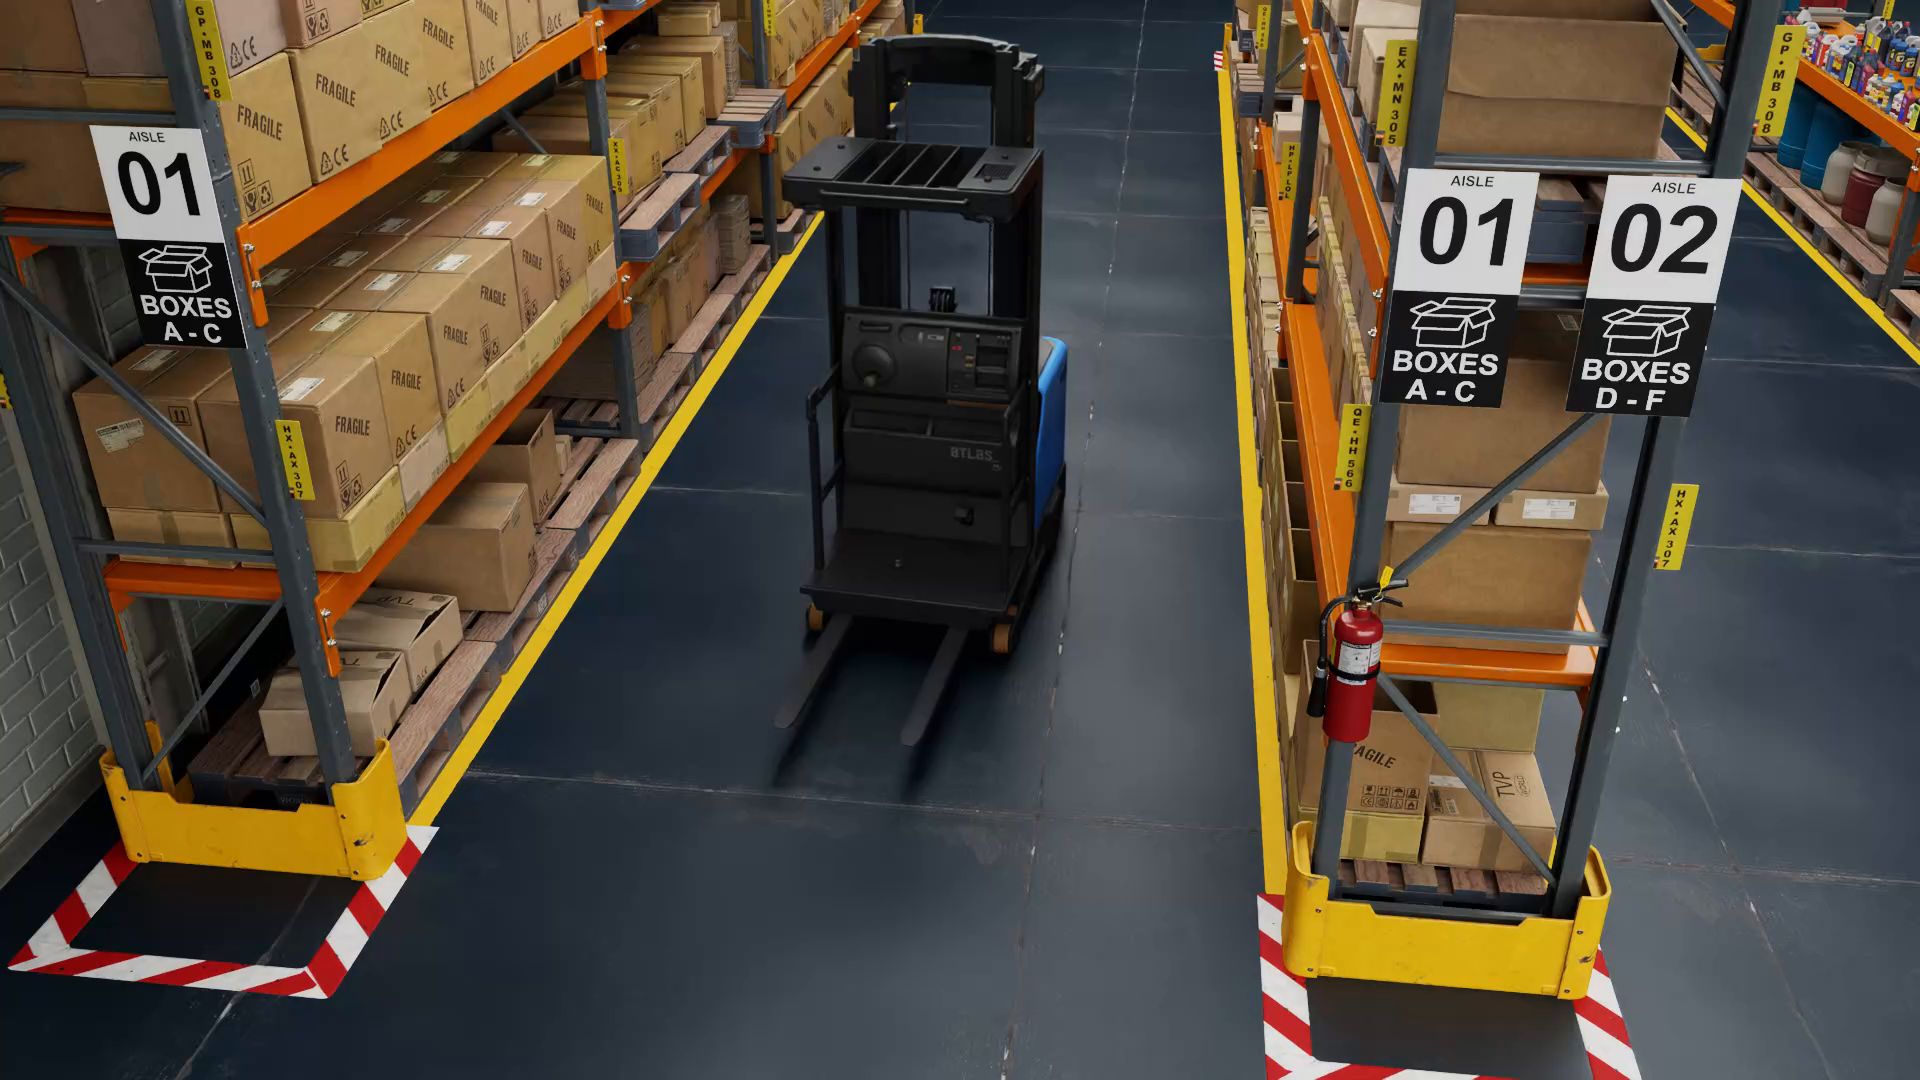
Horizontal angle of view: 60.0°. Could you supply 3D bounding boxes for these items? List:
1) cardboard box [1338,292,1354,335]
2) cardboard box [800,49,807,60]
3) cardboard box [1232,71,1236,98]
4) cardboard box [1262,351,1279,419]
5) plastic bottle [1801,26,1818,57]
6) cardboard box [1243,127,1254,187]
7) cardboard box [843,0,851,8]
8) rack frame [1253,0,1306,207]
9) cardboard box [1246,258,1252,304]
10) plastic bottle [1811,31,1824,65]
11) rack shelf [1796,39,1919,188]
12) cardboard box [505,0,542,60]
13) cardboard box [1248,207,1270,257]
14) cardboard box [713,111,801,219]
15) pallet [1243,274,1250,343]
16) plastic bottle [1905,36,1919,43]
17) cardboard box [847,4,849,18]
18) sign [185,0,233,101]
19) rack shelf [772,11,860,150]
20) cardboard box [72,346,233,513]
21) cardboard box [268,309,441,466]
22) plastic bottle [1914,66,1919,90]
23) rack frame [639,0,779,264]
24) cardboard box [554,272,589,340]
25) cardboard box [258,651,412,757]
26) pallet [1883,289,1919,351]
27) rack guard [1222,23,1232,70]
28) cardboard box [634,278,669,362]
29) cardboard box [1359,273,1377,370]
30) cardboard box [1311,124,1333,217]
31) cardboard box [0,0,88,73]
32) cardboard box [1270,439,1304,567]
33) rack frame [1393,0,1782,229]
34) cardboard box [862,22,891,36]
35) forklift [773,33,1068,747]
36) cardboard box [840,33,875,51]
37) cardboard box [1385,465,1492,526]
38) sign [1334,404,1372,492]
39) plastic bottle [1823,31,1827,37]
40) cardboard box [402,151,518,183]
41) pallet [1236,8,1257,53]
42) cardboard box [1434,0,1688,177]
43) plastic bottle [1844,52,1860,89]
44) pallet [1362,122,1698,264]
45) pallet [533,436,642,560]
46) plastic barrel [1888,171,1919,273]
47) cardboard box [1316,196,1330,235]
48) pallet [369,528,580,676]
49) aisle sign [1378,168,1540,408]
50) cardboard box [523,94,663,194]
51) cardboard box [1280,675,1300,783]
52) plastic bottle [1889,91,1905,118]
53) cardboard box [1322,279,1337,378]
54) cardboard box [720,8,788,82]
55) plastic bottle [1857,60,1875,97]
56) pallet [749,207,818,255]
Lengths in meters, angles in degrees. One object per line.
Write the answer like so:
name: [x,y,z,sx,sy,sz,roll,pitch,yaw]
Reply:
cardboard box: [1.964,-1.030,7.710,0.380,0.149,0.250,3,28,6]
cardboard box: [-1.604,-4.476,15.140,0.380,0.149,0.250,4,29,6]
cardboard box: [3.236,-4.958,18.162,0.500,0.311,0.500,3,28,6]
cardboard box: [2.140,-0.974,10.260,0.500,0.311,0.500,3,28,6]
plastic bottle: [7.750,-4.543,15.157,0.097,0.271,0.097,0,28,0]
cardboard box: [2.869,-3.466,15.192,0.500,0.500,0.500,2,28,4]
cardboard box: [-1.368,-5.549,16.447,0.500,0.500,0.500,3,28,5]
rack frame: [2.865,-3.428,12.950,1.000,3.000,0.127,3,28,6]
cardboard box: [2.449,-1.936,12.637,0.500,0.250,0.500,3,28,5]
plastic bottle: [7.694,-4.404,14.885,0.061,0.283,0.133,3,28,6]
rack shelf: [8.026,-3.763,14.331,1.077,0.370,4.000,3,28,6]
cardboard box: [-2.433,-2.715,8.338,0.500,0.500,0.500,1,28,2]
cardboard box: [2.510,-2.420,12.944,0.500,0.311,0.500,4,29,8]
cardboard box: [-1.831,-3.291,14.520,0.750,0.750,0.750,3,28,6]
pallet: [2.726,-1.815,12.896,1.003,0.211,1.213,3,28,6]
plastic bottle: [8.437,-4.353,14.798,0.152,0.276,0.135,3,28,6]
cardboard box: [-1.322,-5.319,16.705,0.380,0.149,0.250,4,29,7]
sign: [-2.493,-1.622,5.514,0.100,0.325,0.005,3,28,6]
rack shelf: [-1.806,-4.339,15.399,1.077,0.370,4.000,3,28,6]
cardboard box: [-3.185,-0.455,6.779,0.500,0.500,0.500,3,28,6]
cardboard box: [-2.604,-0.661,7.160,0.500,0.500,0.500,3,29,6]
plastic bottle: [8.181,-3.975,14.017,0.144,0.351,0.185,3,28,6]
rack frame: [-2.051,-3.714,13.481,1.000,3.000,0.127,3,28,6]
cardboard box: [-2.368,-1.299,9.136,0.500,0.250,0.500,3,29,6]
cardboard box: [-2.858,0.721,7.620,0.500,0.311,0.500,0,28,0]
pallet: [7.647,-1.548,12.401,1.003,0.211,1.213,3,28,6]
rack guard: [3.836,-6.057,20.466,1.175,0.500,0.348,3,28,6]
cardboard box: [-2.454,-1.518,11.577,0.700,0.500,0.500,3,28,5]
cardboard box: [2.082,-1.006,6.982,0.700,0.500,0.500,3,29,6]
cardboard box: [2.611,-2.433,10.999,0.500,0.500,0.500,3,28,6]
cardboard box: [-3.238,-1.980,5.919,0.500,0.500,0.500,5,29,8]
cardboard box: [1.885,-0.179,8.585,0.500,0.500,0.500,3,28,6]
rack frame: [1.885,-2.303,4.537,1.000,3.000,0.127,3,28,6]
cardboard box: [-1.180,-5.756,19.465,0.700,0.500,0.500,2,28,5]
forklift: [-0.194,-0.894,8.320,1.130,2.935,3.031,6,29,11]
cardboard box: [-1.145,-5.464,18.237,0.380,0.149,0.250,4,29,8]
cardboard box: [1.743,-0.183,6.137,0.380,0.149,0.250,3,28,5]
sign: [1.348,-0.314,5.700,0.100,0.325,0.005,3,28,6]
plastic bottle: [7.917,-4.567,15.274,0.097,0.201,0.097,0,28,0]
cardboard box: [-2.806,-1.895,9.451,0.500,0.500,0.500,3,28,5]
pallet: [3.149,-4.856,15.804,1.003,0.211,1.213,3,28,6]
cardboard box: [1.960,-1.545,5.593,0.797,0.503,0.637,5,29,10]
plastic bottle: [7.586,-3.990,14.116,0.061,0.283,0.133,3,28,6]
pallet: [1.997,-1.275,5.885,1.003,0.211,1.213,3,28,6]
pallet: [-2.589,-0.285,10.057,1.003,0.211,1.213,3,28,6]
plastic barrel: [7.824,-2.599,13.257,0.600,0.830,0.708,3,28,6]
cardboard box: [2.150,-1.759,9.064,0.380,0.149,0.250,3,28,6]
pallet: [-2.736,0.291,8.988,1.003,0.211,1.213,3,28,6]
aisle sign: [1.586,-0.793,5.318,0.394,0.787,0.004,3,28,6]
cardboard box: [-2.370,-2.569,10.787,0.700,0.500,0.500,6,29,11]
cardboard box: [1.707,0.858,7.451,0.500,0.250,0.500,3,28,6]
plastic bottle: [7.480,-3.474,13.245,0.097,0.201,0.097,0,28,0]
cardboard box: [2.269,-1.131,8.582,0.700,0.500,0.500,3,28,6]
cardboard box: [-1.738,-4.112,13.779,0.500,0.500,0.500,4,29,8]
plastic bottle: [7.547,-3.840,13.838,0.061,0.283,0.133,3,28,6]
pallet: [-1.880,-2.853,14.823,1.003,0.211,1.213,3,28,6]
